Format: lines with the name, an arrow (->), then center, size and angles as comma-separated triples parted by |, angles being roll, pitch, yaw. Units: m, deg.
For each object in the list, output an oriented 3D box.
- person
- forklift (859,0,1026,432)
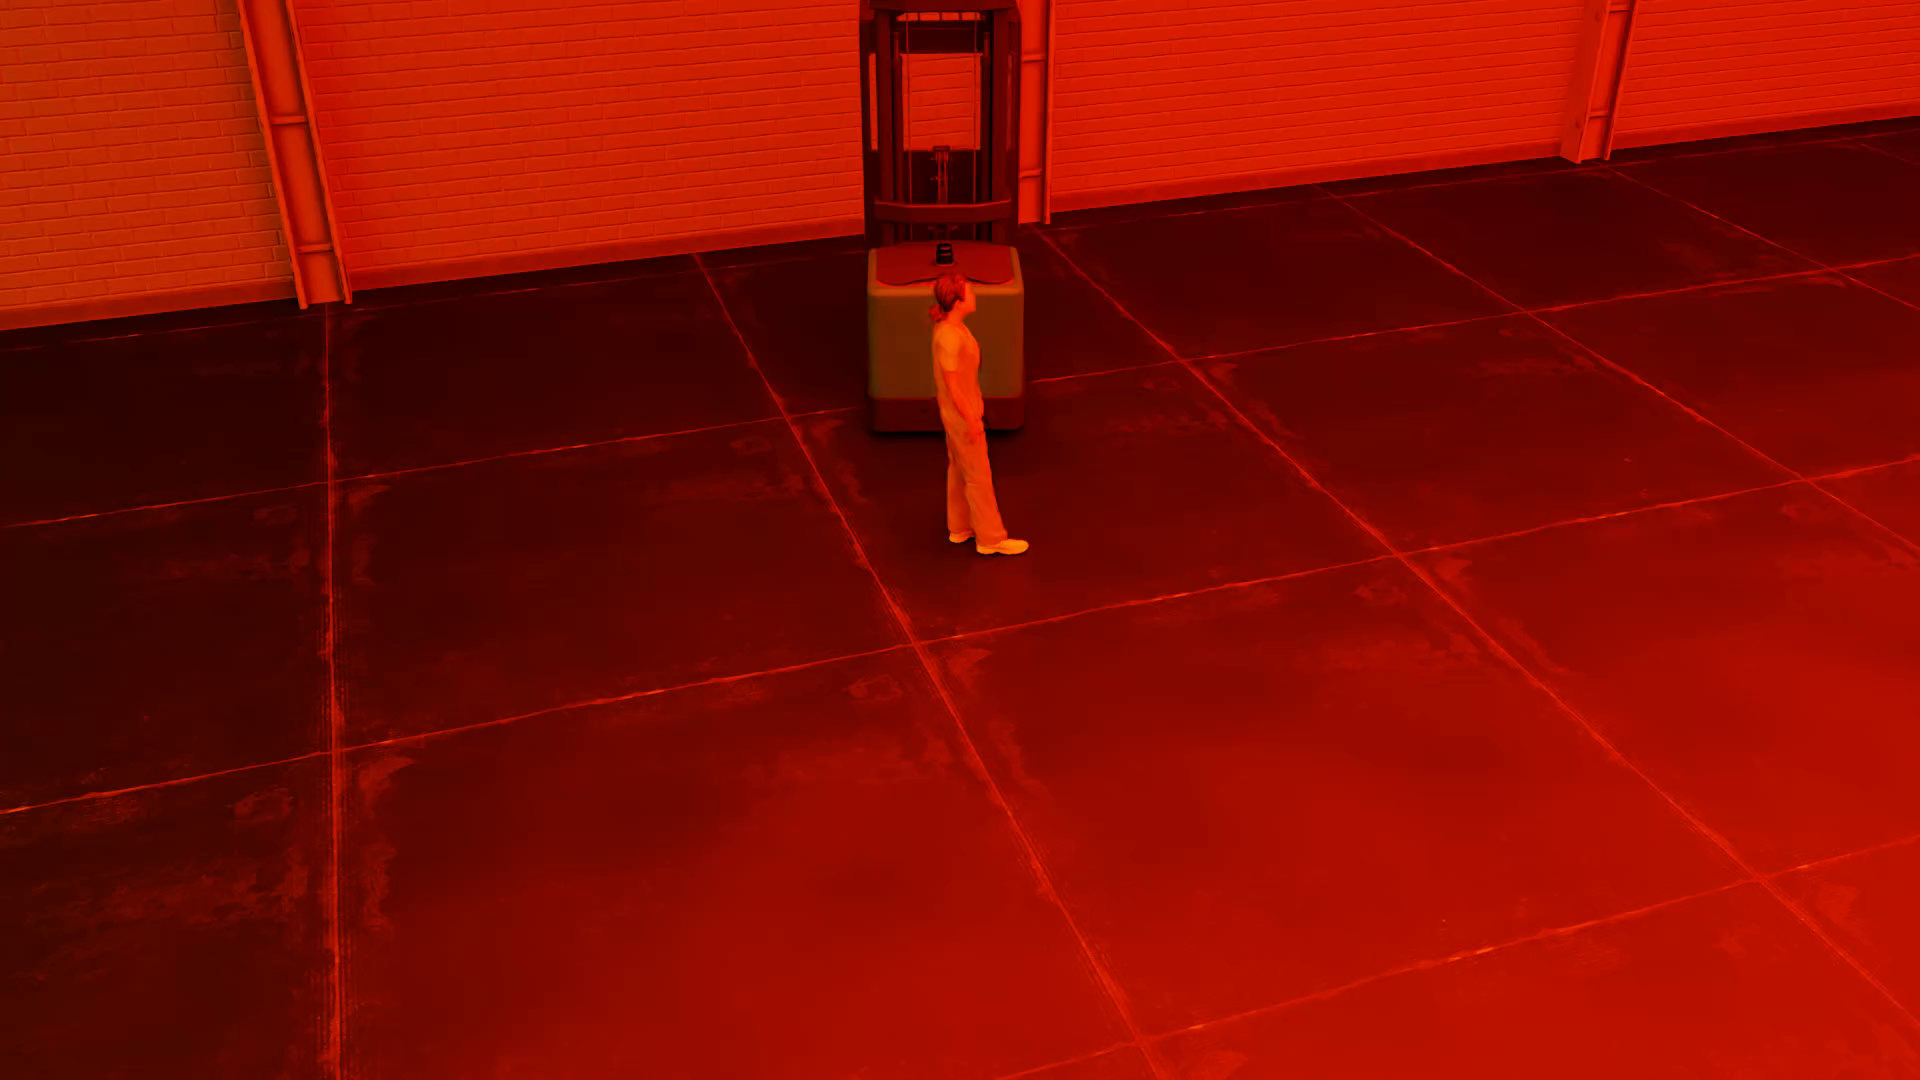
person -> 0.104, -0.734, 9.611 | 0.591, 1.676, 0.533 | -1, 30, -2
forklift -> -0.140, -2.696, 11.773 | 1.130, 2.935, 3.031 | -1, 30, -2
